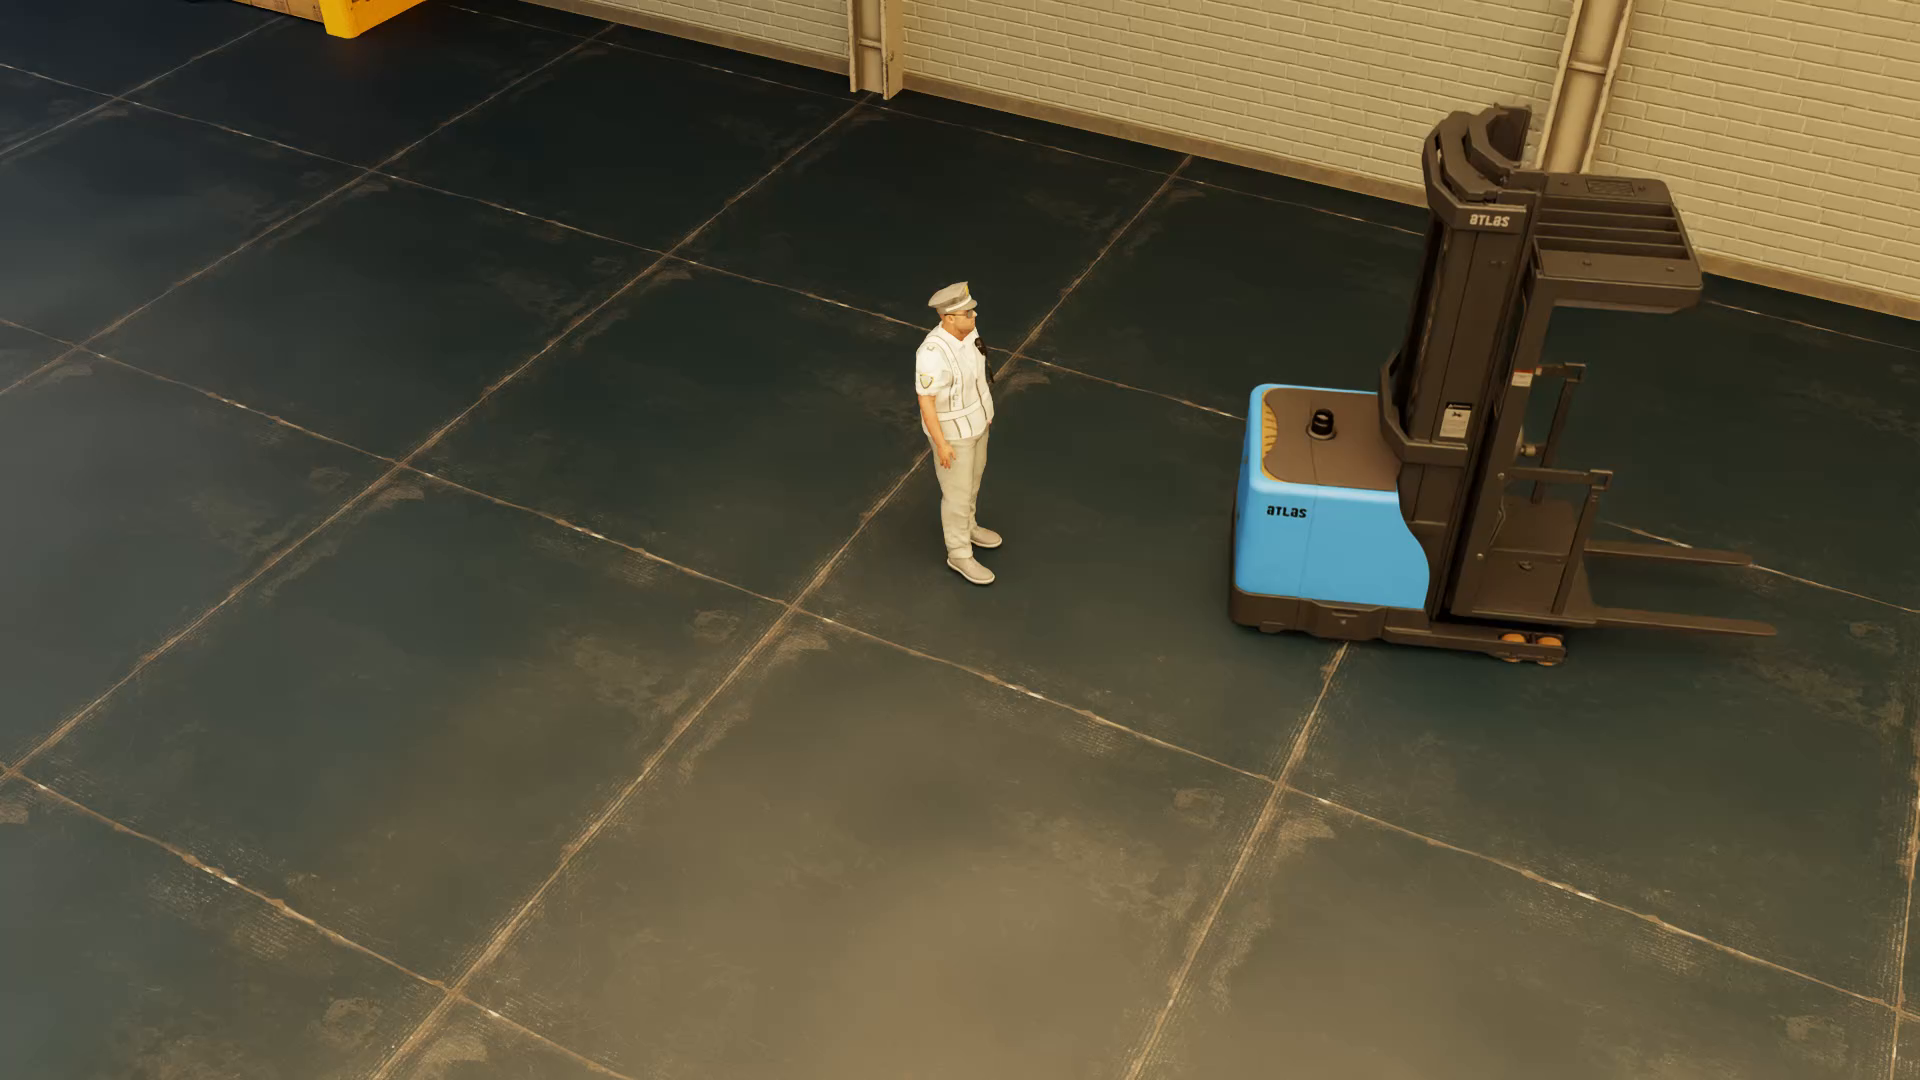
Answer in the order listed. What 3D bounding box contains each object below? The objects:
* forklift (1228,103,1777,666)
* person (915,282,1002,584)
[{"bbox_3d":[3.117,-0.778,8.911,3.031,2.935,1.130,5,40,6],"label":"forklift"},{"bbox_3d":[0.064,-0.658,9.647,0.574,1.781,0.641,18,43,21],"label":"person"}]
